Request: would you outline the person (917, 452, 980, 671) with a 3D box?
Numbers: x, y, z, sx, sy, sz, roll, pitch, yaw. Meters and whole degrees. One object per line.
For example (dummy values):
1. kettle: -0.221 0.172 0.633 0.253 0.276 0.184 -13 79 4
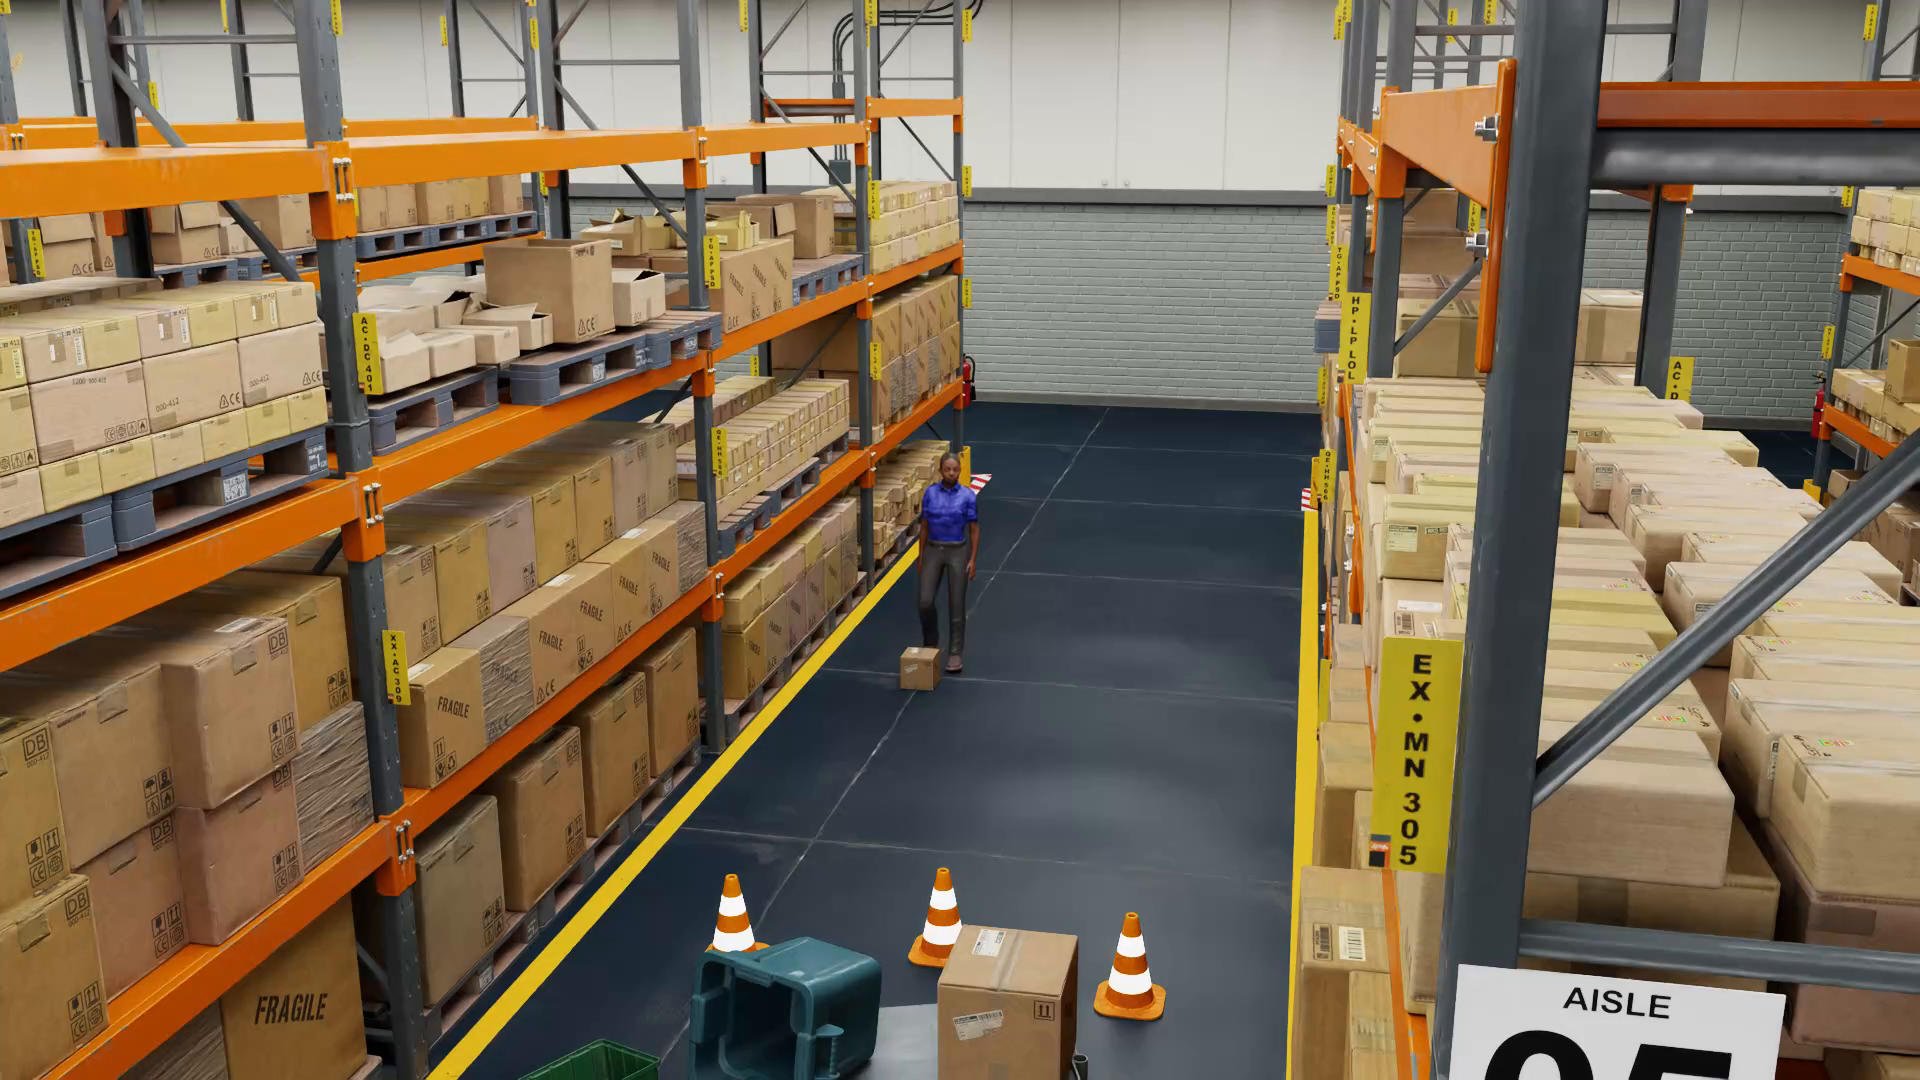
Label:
1. person: -0.102 0.183 12.820 0.496 1.708 0.437 2 15 7
